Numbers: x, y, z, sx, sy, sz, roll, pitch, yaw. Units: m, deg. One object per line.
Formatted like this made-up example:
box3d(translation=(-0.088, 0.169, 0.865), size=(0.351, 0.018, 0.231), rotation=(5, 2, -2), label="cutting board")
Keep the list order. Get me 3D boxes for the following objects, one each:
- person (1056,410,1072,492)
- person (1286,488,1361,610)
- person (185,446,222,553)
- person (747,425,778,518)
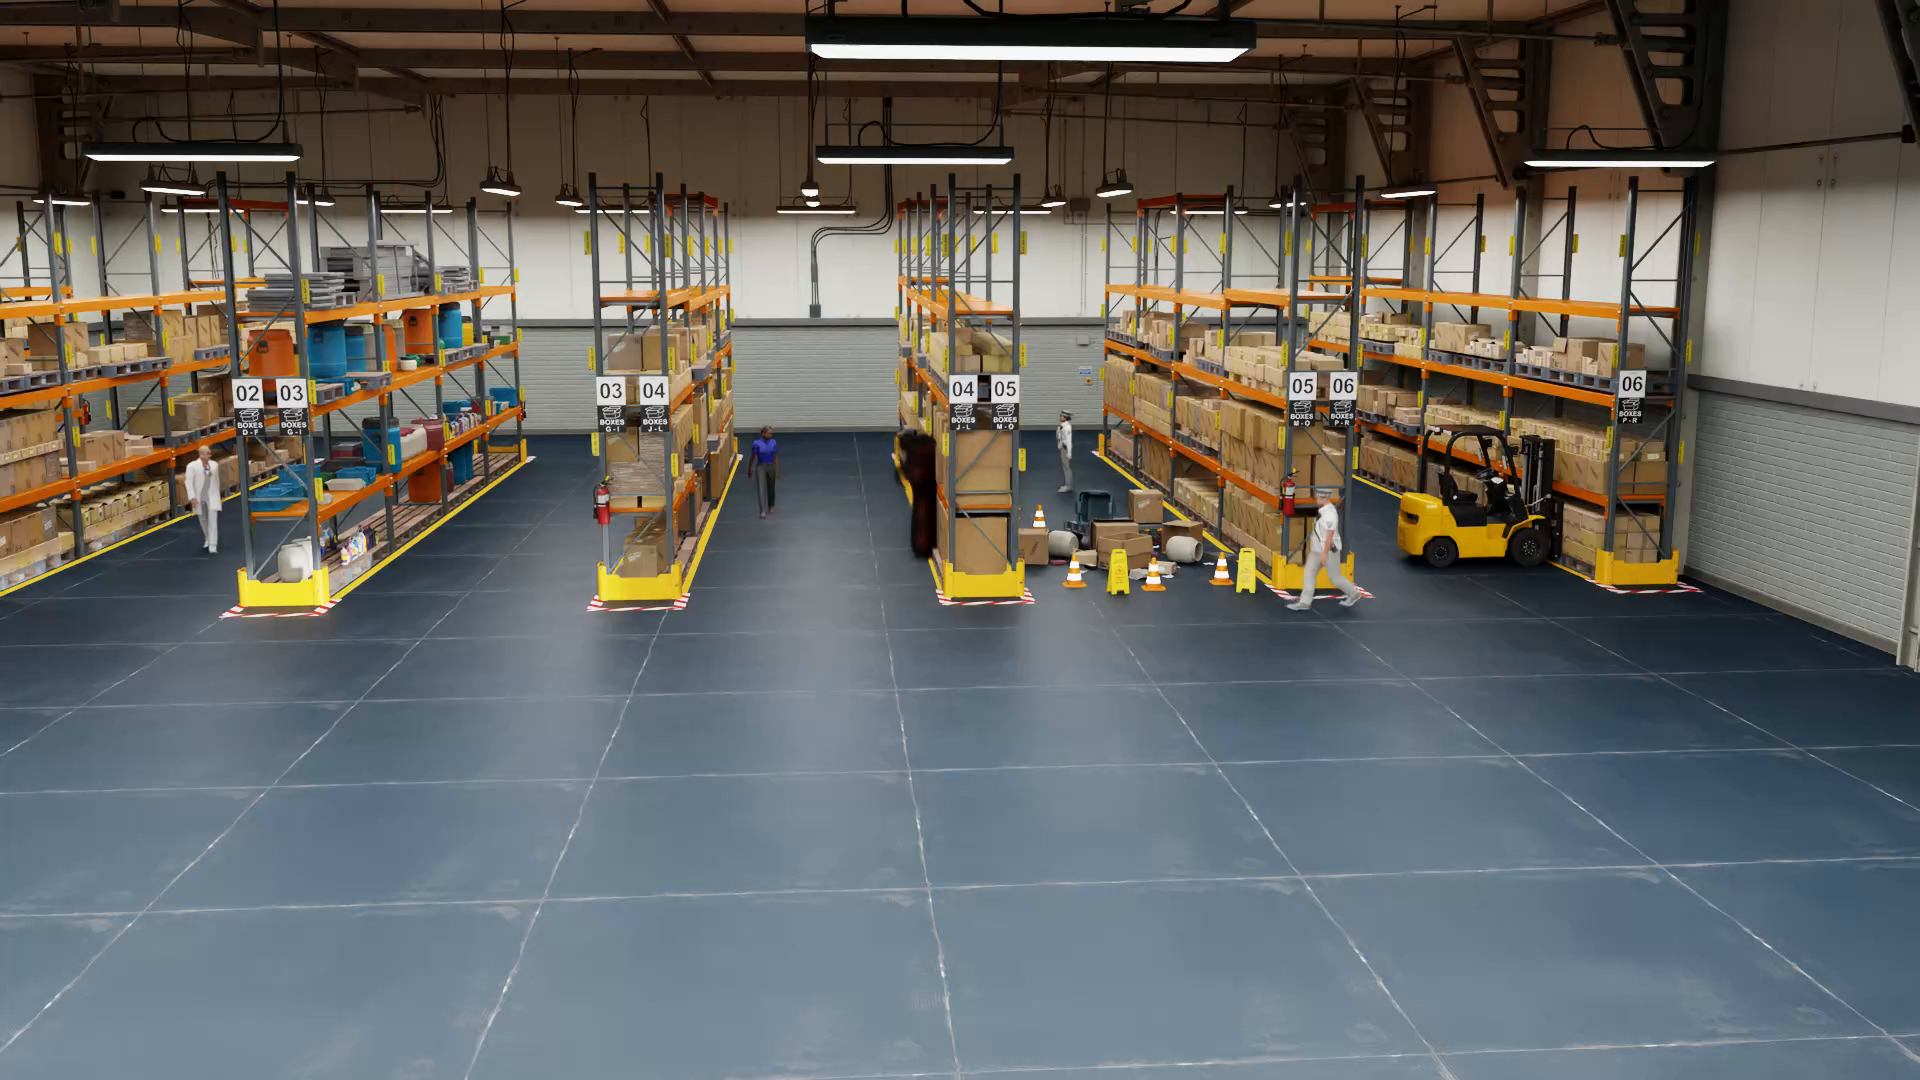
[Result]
box3d(translation=(2.164, -1.850, 34.317), size=(0.352, 1.691, 0.555), rotation=(-1, 10, -5), label="person")
box3d(translation=(5.082, 0.135, 22.995), size=(1.002, 1.714, 0.503), rotation=(-4, 11, -23), label="person")
box3d(translation=(-12.471, -0.689, 27.439), size=(0.522, 1.723, 1.079), rotation=(-2, 10, -12), label="person")
box3d(translation=(-3.478, -1.227, 29.318), size=(0.540, 1.616, 0.888), rotation=(-2, 10, -10), label="person")
